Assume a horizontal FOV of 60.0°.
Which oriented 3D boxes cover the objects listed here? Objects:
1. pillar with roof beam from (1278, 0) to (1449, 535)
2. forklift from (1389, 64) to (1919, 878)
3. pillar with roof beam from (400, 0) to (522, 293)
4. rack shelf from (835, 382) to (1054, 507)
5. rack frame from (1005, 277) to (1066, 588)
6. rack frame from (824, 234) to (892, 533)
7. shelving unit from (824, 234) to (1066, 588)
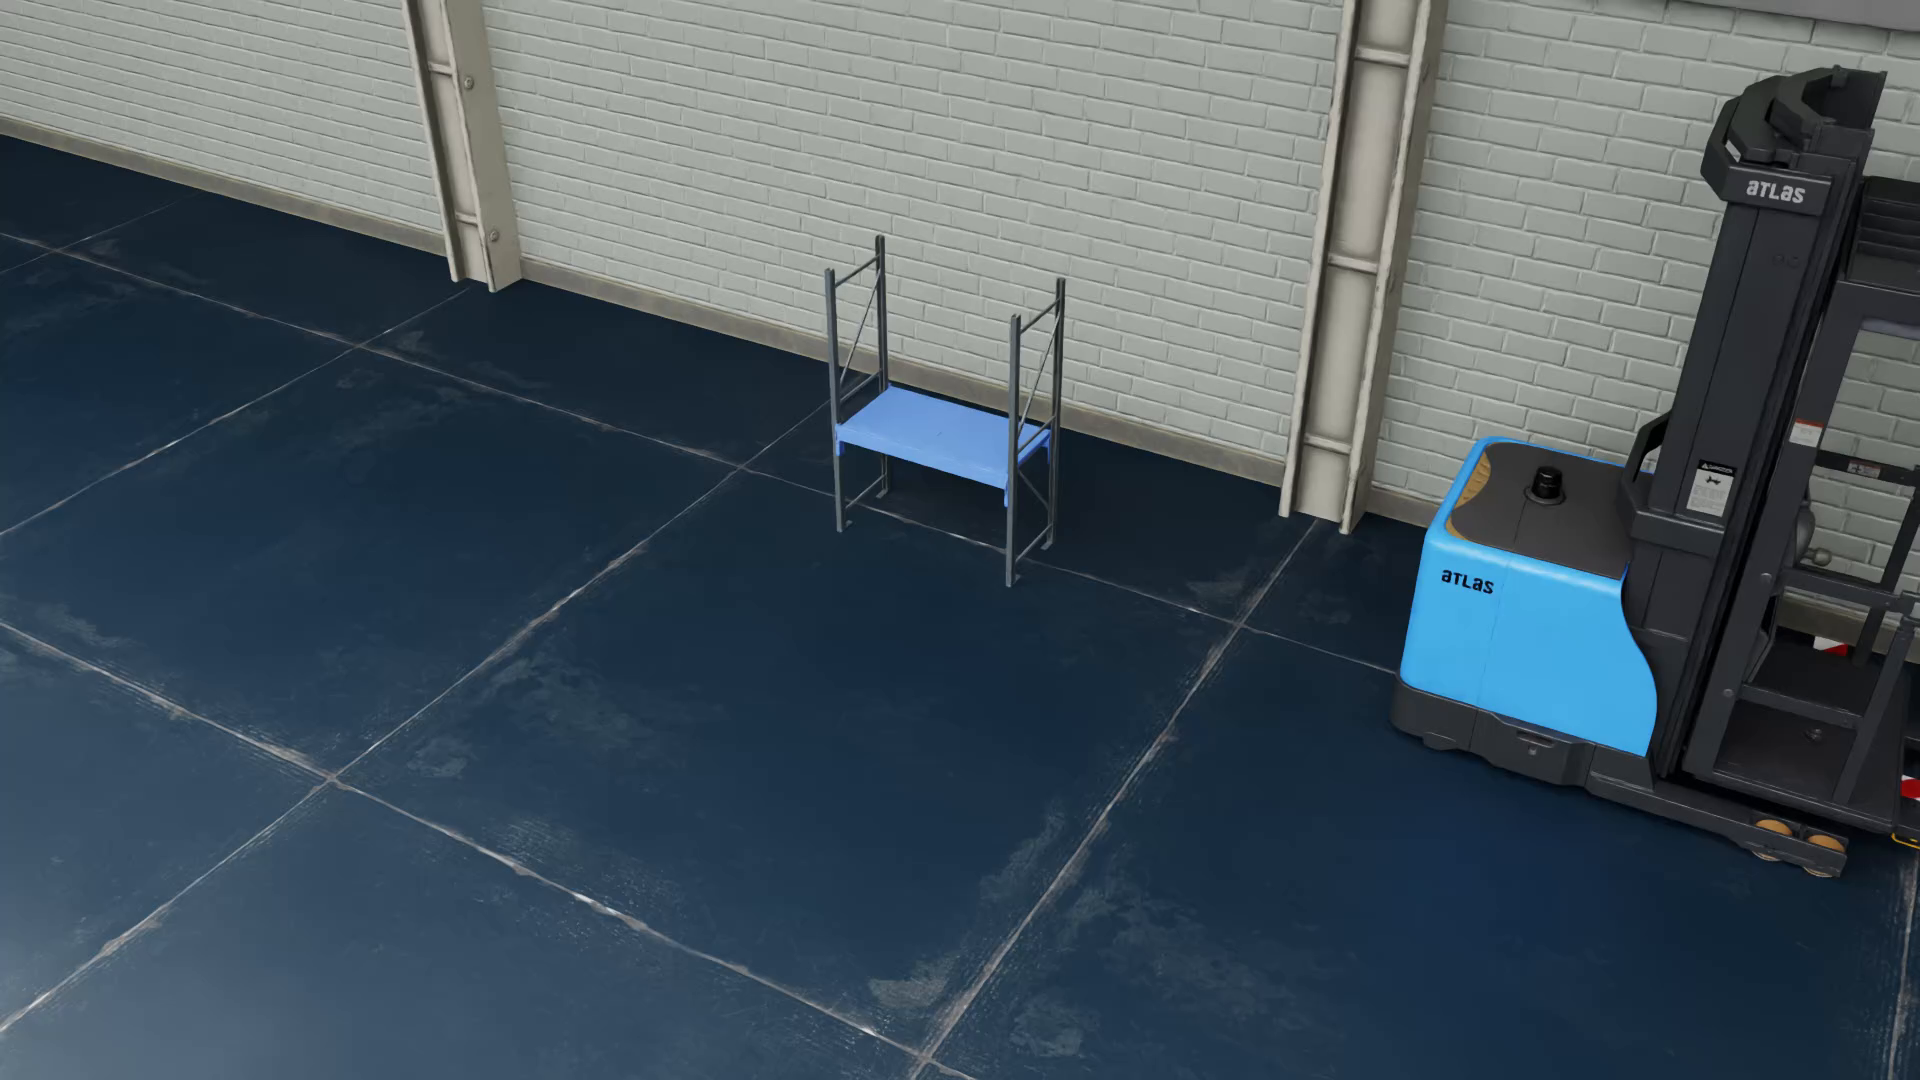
[{"bbox_3d":[-0.176,-1.828,3.376,0.400,9.000,9.100,18,37,24],"label":"pillar with roof beam"},{"bbox_3d":[3.461,-0.199,6.405,3.031,2.935,1.130,16,37,23],"label":"forklift"},{"bbox_3d":[-5.386,-3.478,5.854,0.400,9.000,9.100,18,37,24],"label":"pillar with roof beam"},{"bbox_3d":[-0.074,-0.498,8.469,1.000,0.185,0.538,18,37,24],"label":"rack shelf"},{"bbox_3d":[0.367,-0.508,8.160,0.032,1.500,0.500,18,37,24],"label":"rack frame"},{"bbox_3d":[-0.515,-0.788,8.579,0.032,1.500,0.500,18,37,24],"label":"rack frame"},{"bbox_3d":[-0.074,-0.648,8.370,1.048,1.500,0.538,18,37,24],"label":"shelving unit"}]
